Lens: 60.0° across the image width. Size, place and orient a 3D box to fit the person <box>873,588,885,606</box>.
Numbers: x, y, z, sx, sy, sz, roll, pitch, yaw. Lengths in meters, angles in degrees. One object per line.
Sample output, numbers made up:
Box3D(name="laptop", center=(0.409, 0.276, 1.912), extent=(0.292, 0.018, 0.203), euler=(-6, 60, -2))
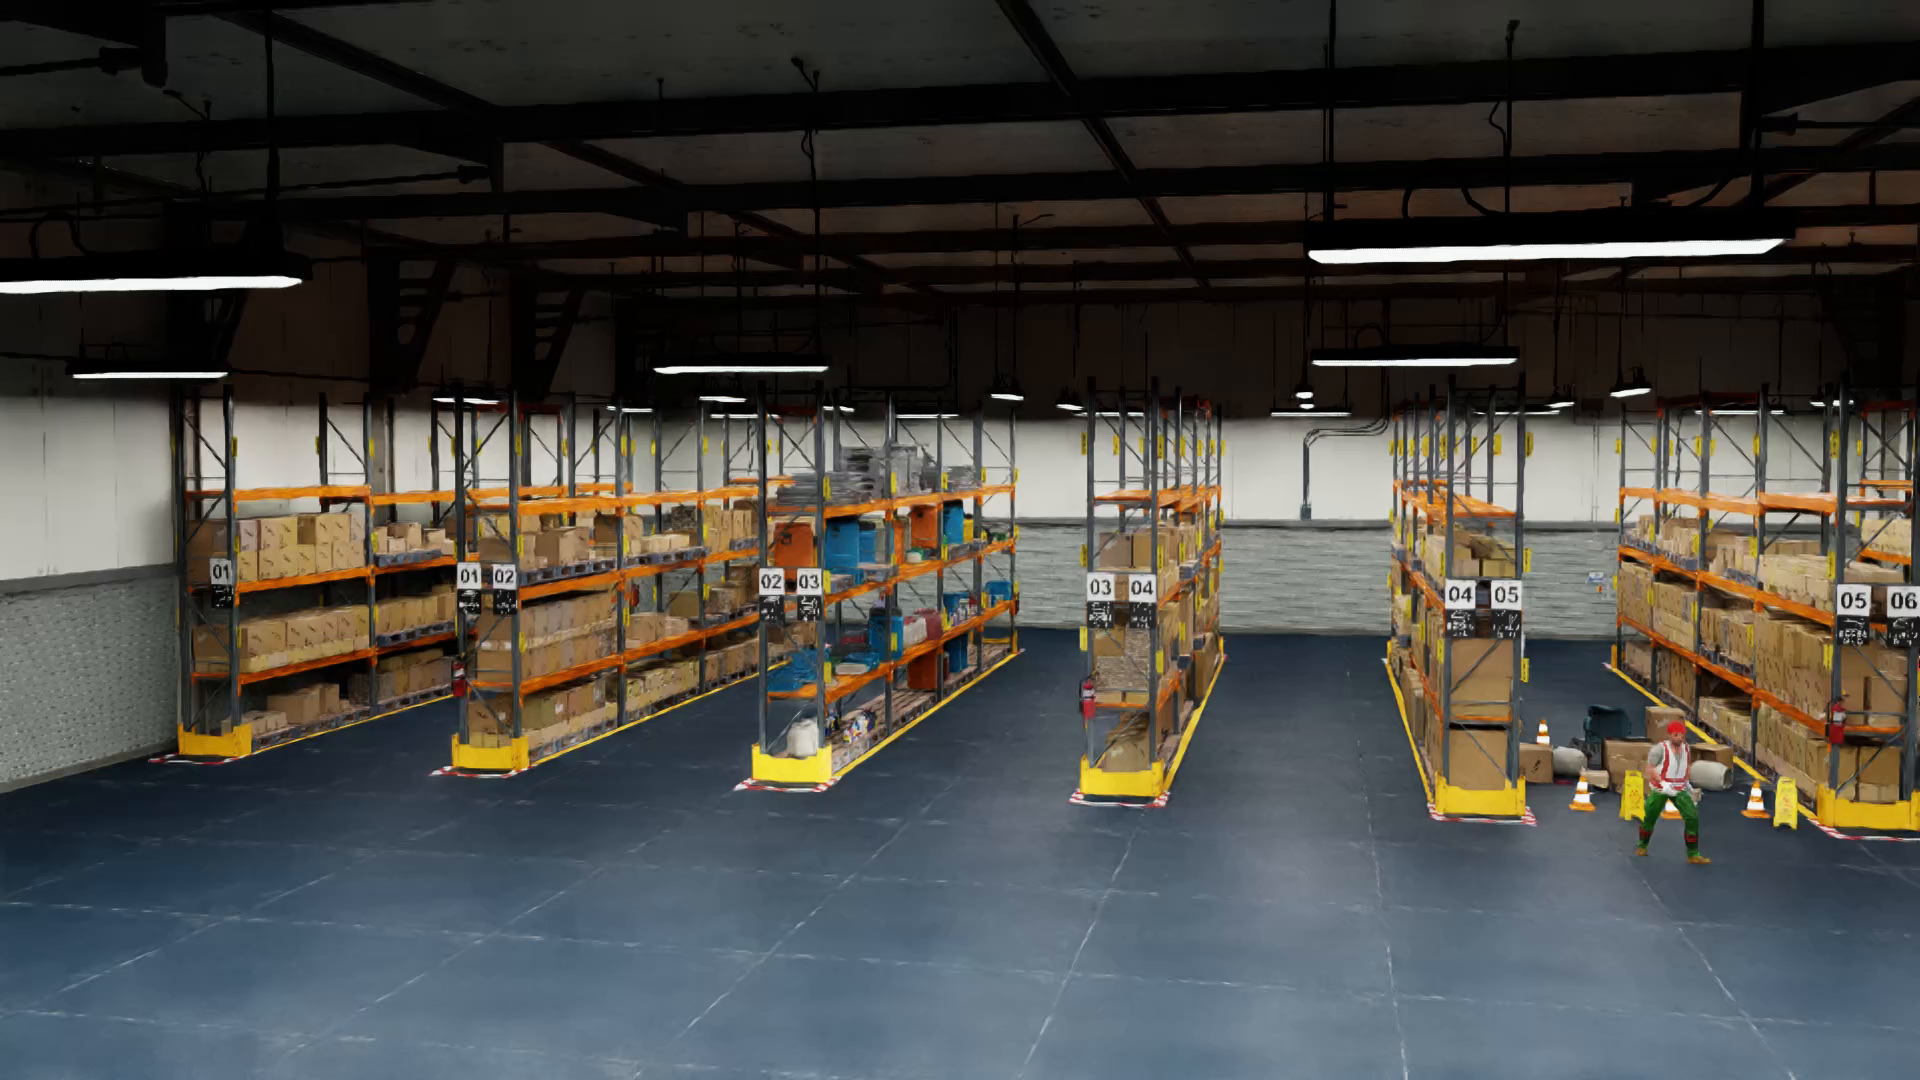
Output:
Box3D(name="person", center=(-1.886, 1.976, 40.492), extent=(0.479, 1.496, 1.090), euler=(1, 3, 14))

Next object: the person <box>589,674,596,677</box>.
Box3D(name="person", center=(-8.037, 2.107, 35.599), extent=(0.464, 1.772, 0.645), euler=(-1, 3, -13))

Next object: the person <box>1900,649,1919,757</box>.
Box3D(name="person", center=(15.435, 2.621, 26.952), extent=(0.555, 1.726, 0.623), euler=(3, 4, 41))

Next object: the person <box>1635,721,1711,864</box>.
Box3D(name="person", center=(8.563, 3.009, 20.060), extent=(0.686, 1.716, 0.838), euler=(0, 3, -4))

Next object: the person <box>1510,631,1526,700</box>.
Box3D(name="person", center=(11.007, 2.302, 32.929), extent=(0.364, 1.682, 0.582), euler=(0, 3, -7))
